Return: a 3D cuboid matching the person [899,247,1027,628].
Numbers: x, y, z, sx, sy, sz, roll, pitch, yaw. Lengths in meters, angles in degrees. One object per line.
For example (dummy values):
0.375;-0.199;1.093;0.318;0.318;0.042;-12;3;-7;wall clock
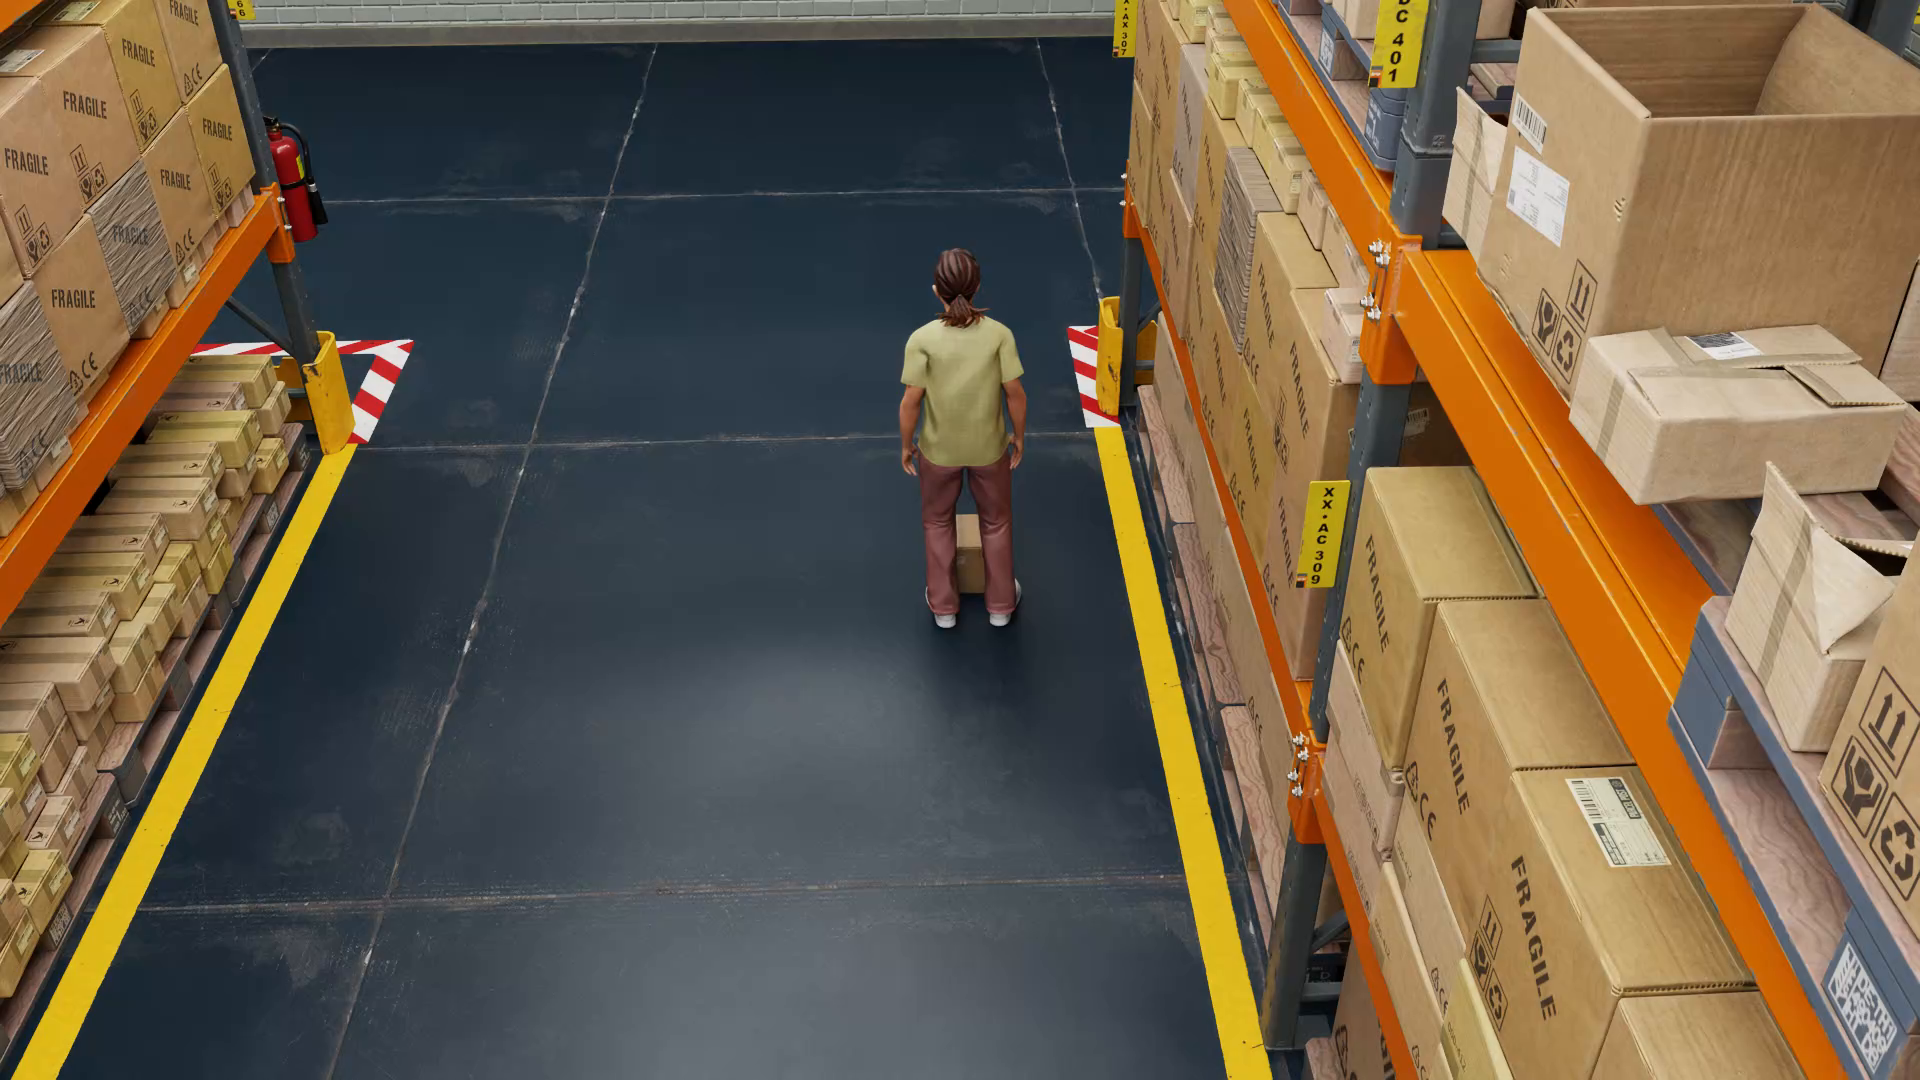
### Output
0.016;-0.375;6.677;0.519;1.671;0.365;-3;35;-4;person
